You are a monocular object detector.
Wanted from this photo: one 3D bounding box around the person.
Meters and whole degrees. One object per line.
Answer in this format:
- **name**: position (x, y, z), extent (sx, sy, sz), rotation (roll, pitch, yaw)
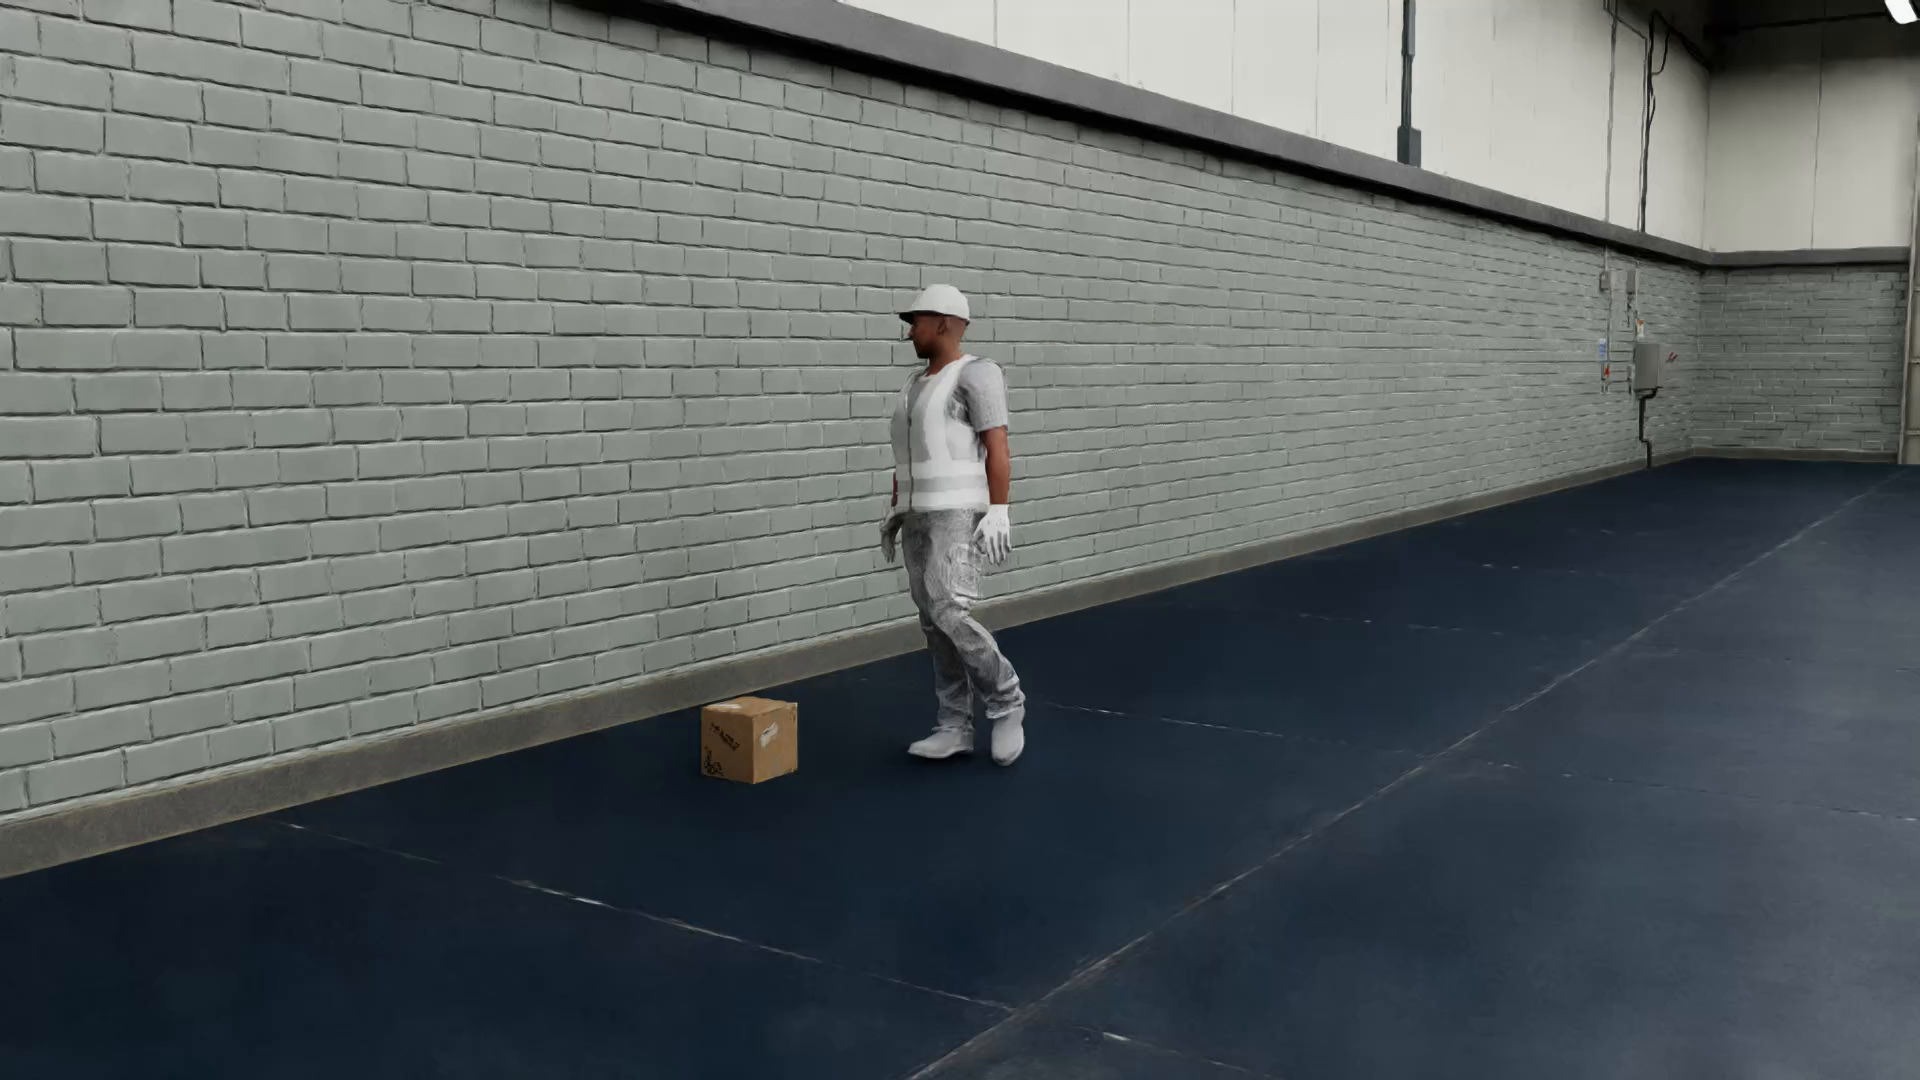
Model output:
- **person**: position (-0.043, -0.071, 6.257), extent (0.456, 1.776, 0.625), rotation (-4, 8, -35)
